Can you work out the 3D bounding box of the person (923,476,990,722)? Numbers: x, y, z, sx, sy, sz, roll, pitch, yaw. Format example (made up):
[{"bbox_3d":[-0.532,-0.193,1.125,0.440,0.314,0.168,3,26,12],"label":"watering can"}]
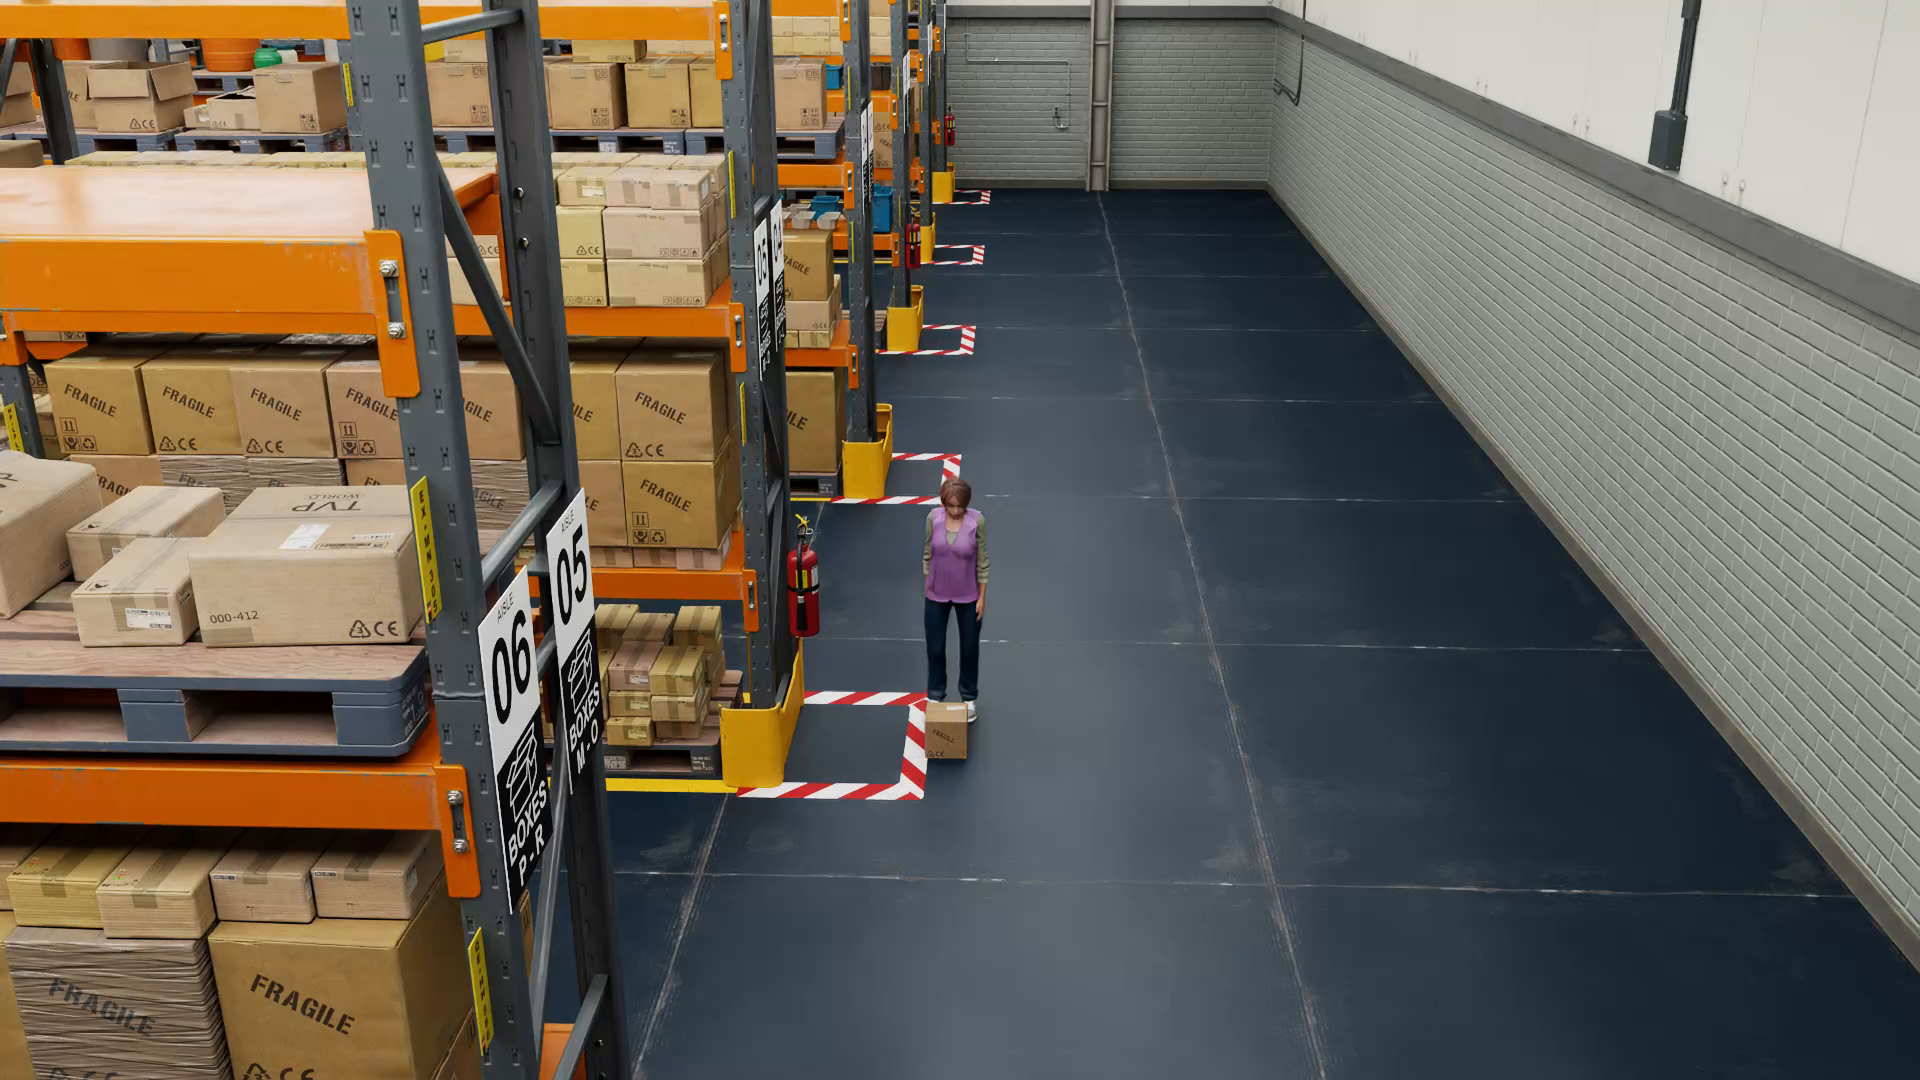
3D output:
[{"bbox_3d":[-0.020,0.363,10.195,0.409,1.576,0.304,2,21,6],"label":"person"}]
